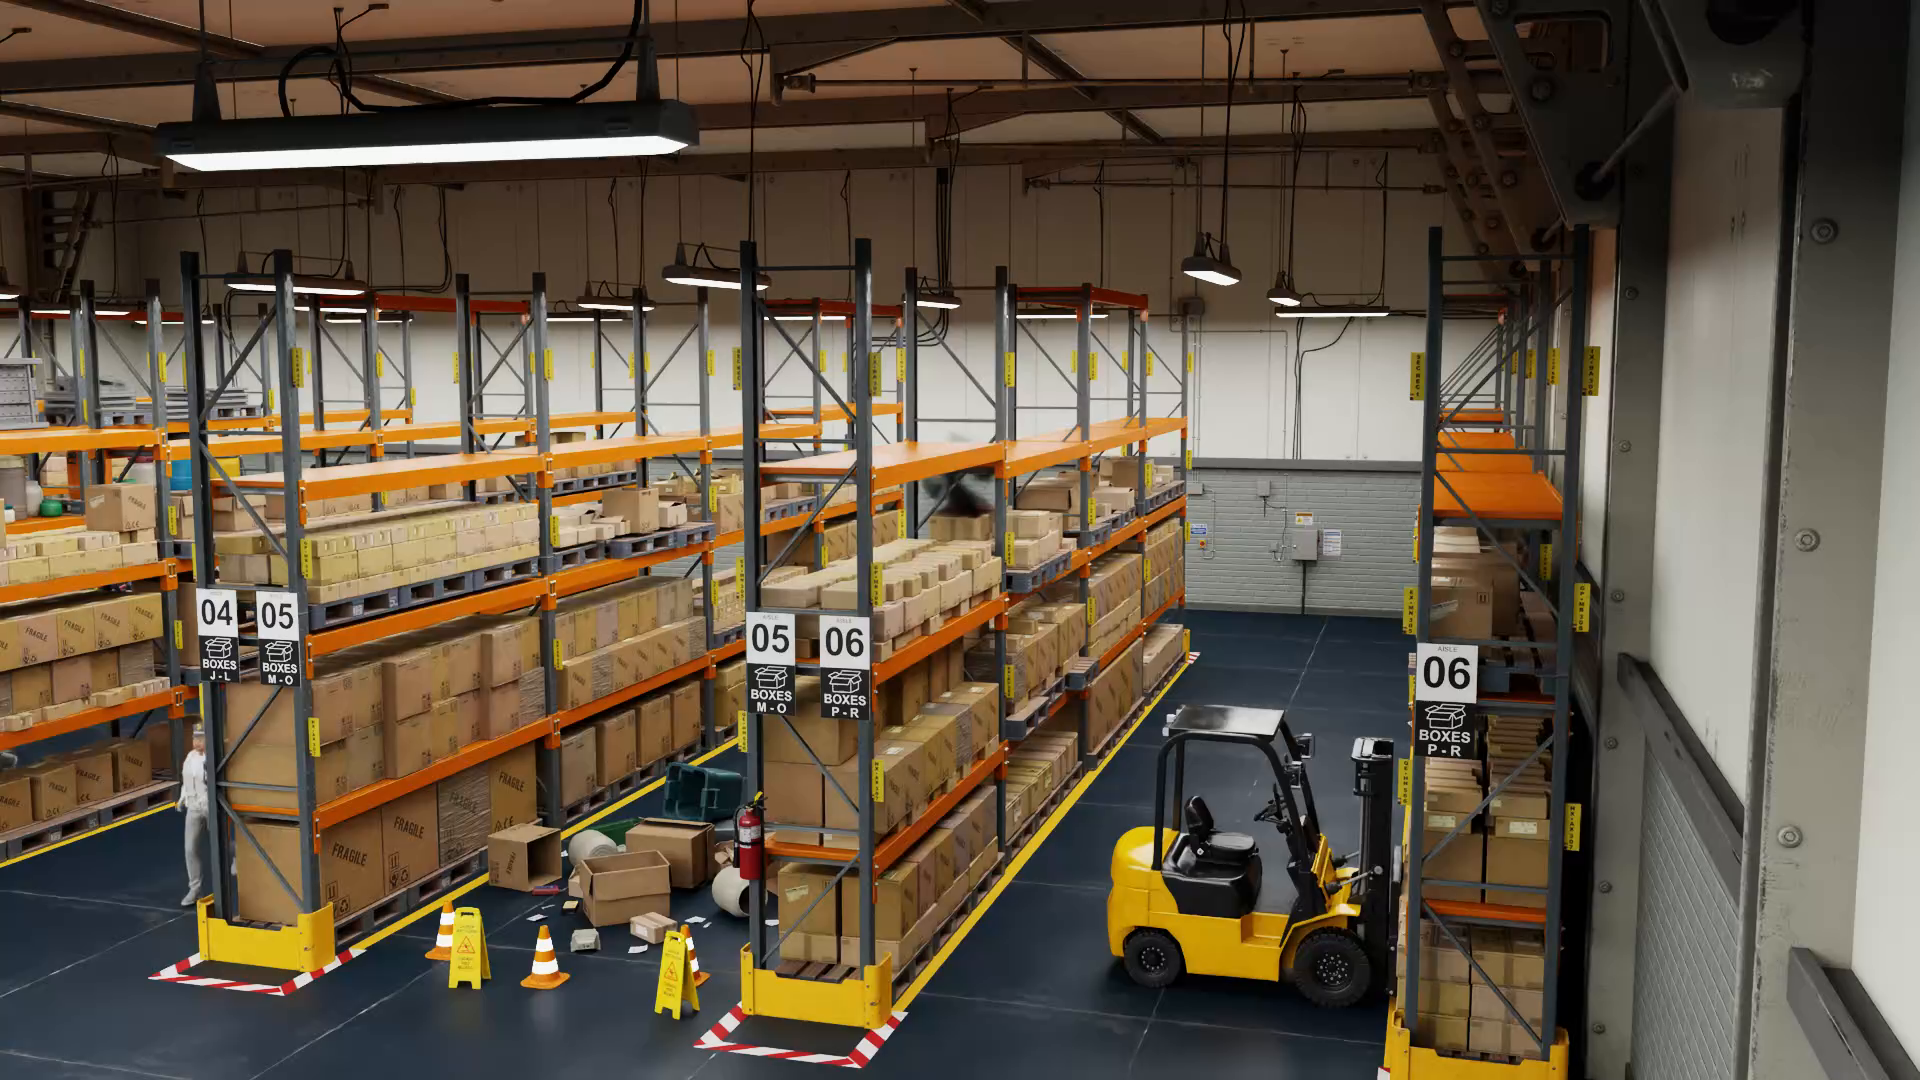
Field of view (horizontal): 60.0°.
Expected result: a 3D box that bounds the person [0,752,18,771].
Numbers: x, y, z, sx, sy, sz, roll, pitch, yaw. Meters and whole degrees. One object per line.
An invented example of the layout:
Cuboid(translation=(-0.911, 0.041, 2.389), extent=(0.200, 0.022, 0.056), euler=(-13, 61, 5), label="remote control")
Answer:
Cuboid(translation=(-11.500, 2.164, 19.683), extent=(0.596, 1.630, 0.588), euler=(1, 7, 13), label="person")

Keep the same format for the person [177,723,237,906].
Cuboid(translation=(-7.177, 2.552, 15.873), extent=(0.642, 1.671, 0.876), euler=(1, 6, 10), label="person")
